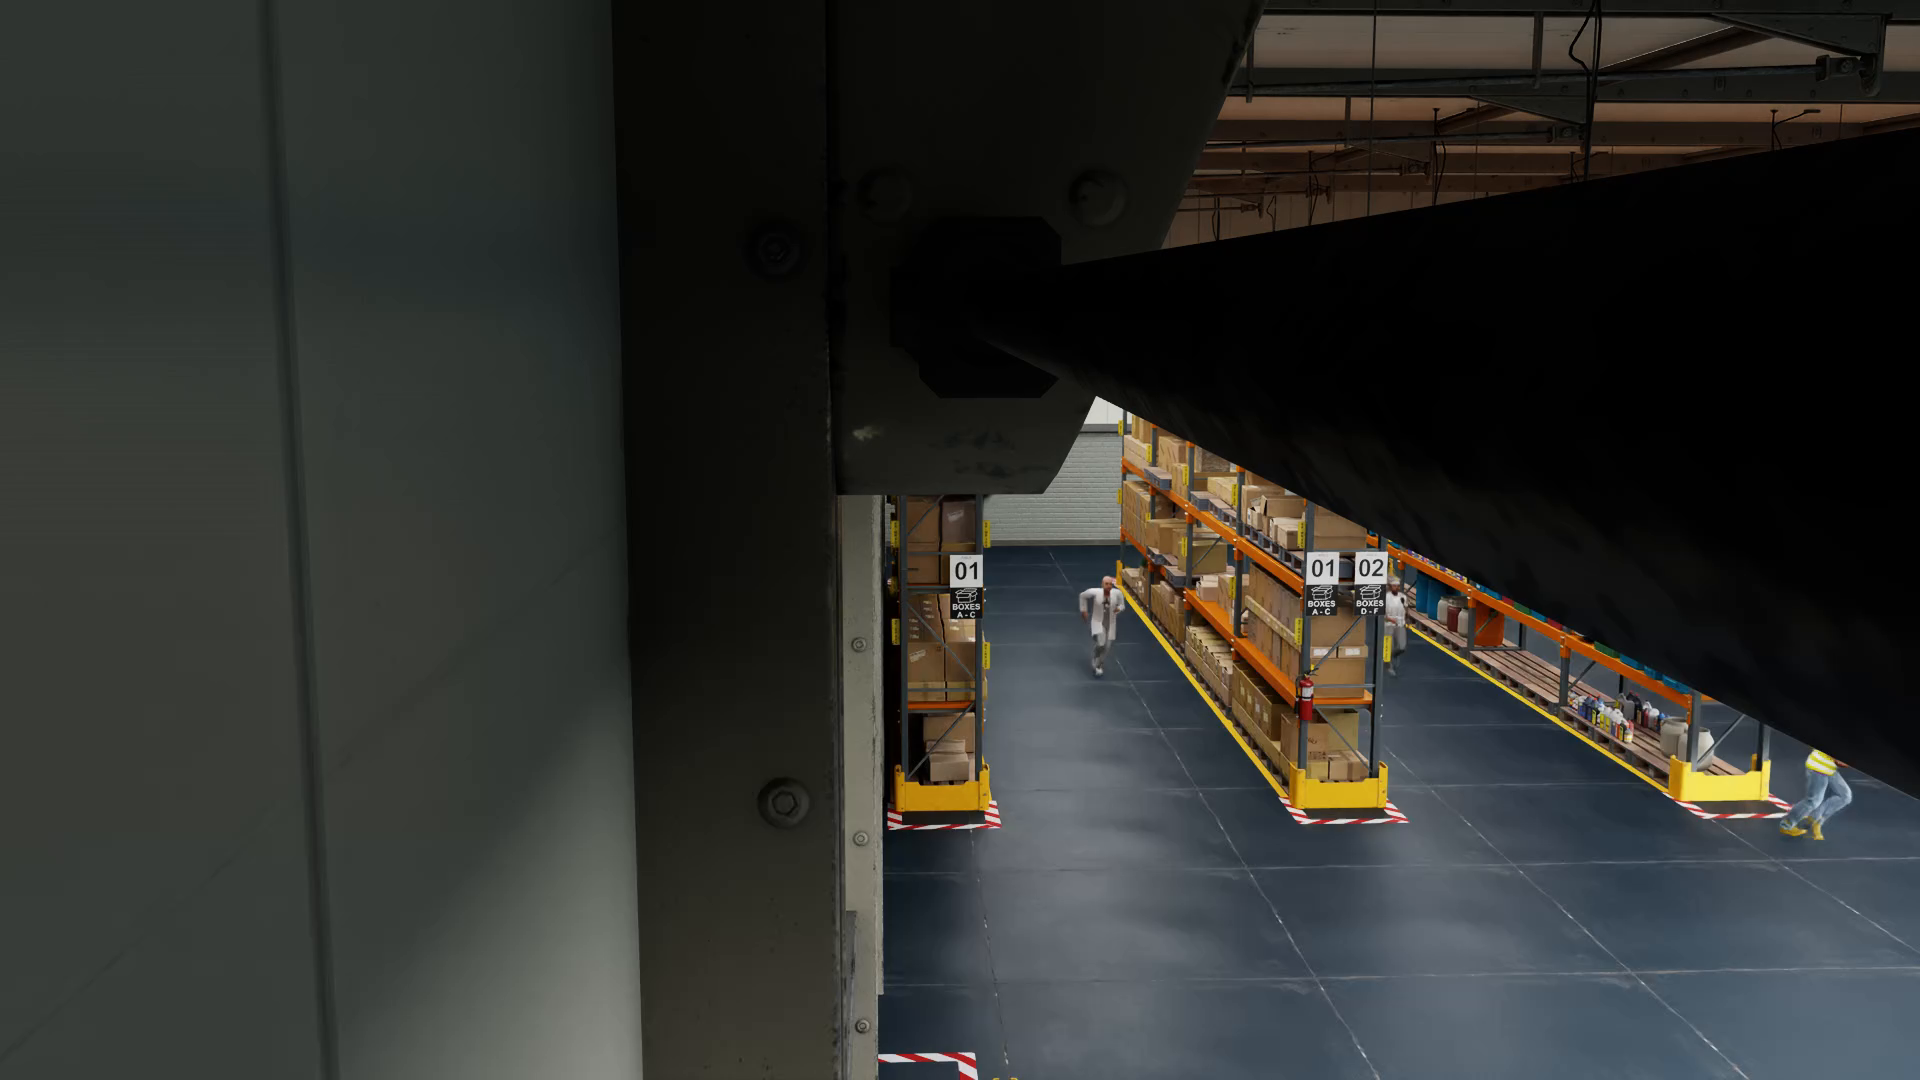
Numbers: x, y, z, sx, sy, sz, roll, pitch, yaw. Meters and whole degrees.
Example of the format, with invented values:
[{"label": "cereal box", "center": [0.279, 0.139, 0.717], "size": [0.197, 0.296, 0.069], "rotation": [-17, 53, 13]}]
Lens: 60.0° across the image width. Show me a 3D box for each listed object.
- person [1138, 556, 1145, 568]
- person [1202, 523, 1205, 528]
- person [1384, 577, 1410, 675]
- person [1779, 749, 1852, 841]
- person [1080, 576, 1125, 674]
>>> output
[{"label": "person", "center": [4.425, -0.100, 37.578], "size": [0.800, 1.786, 0.664], "rotation": [-7, 11, -39]}, {"label": "person", "center": [5.285, 0.008, 37.392], "size": [0.868, 1.658, 0.606], "rotation": [7, 11, 39]}, {"label": "person", "center": [7.257, 1.439, 27.730], "size": [0.570, 1.661, 0.548], "rotation": [-1, 8, -5]}, {"label": "person", "center": [10.073, 2.706, 19.297], "size": [0.931, 1.631, 0.735], "rotation": [5, 10, 31]}, {"label": "person", "center": [2.378, 1.518, 27.609], "size": [0.692, 1.521, 0.848], "rotation": [-2, 9, -14]}]
